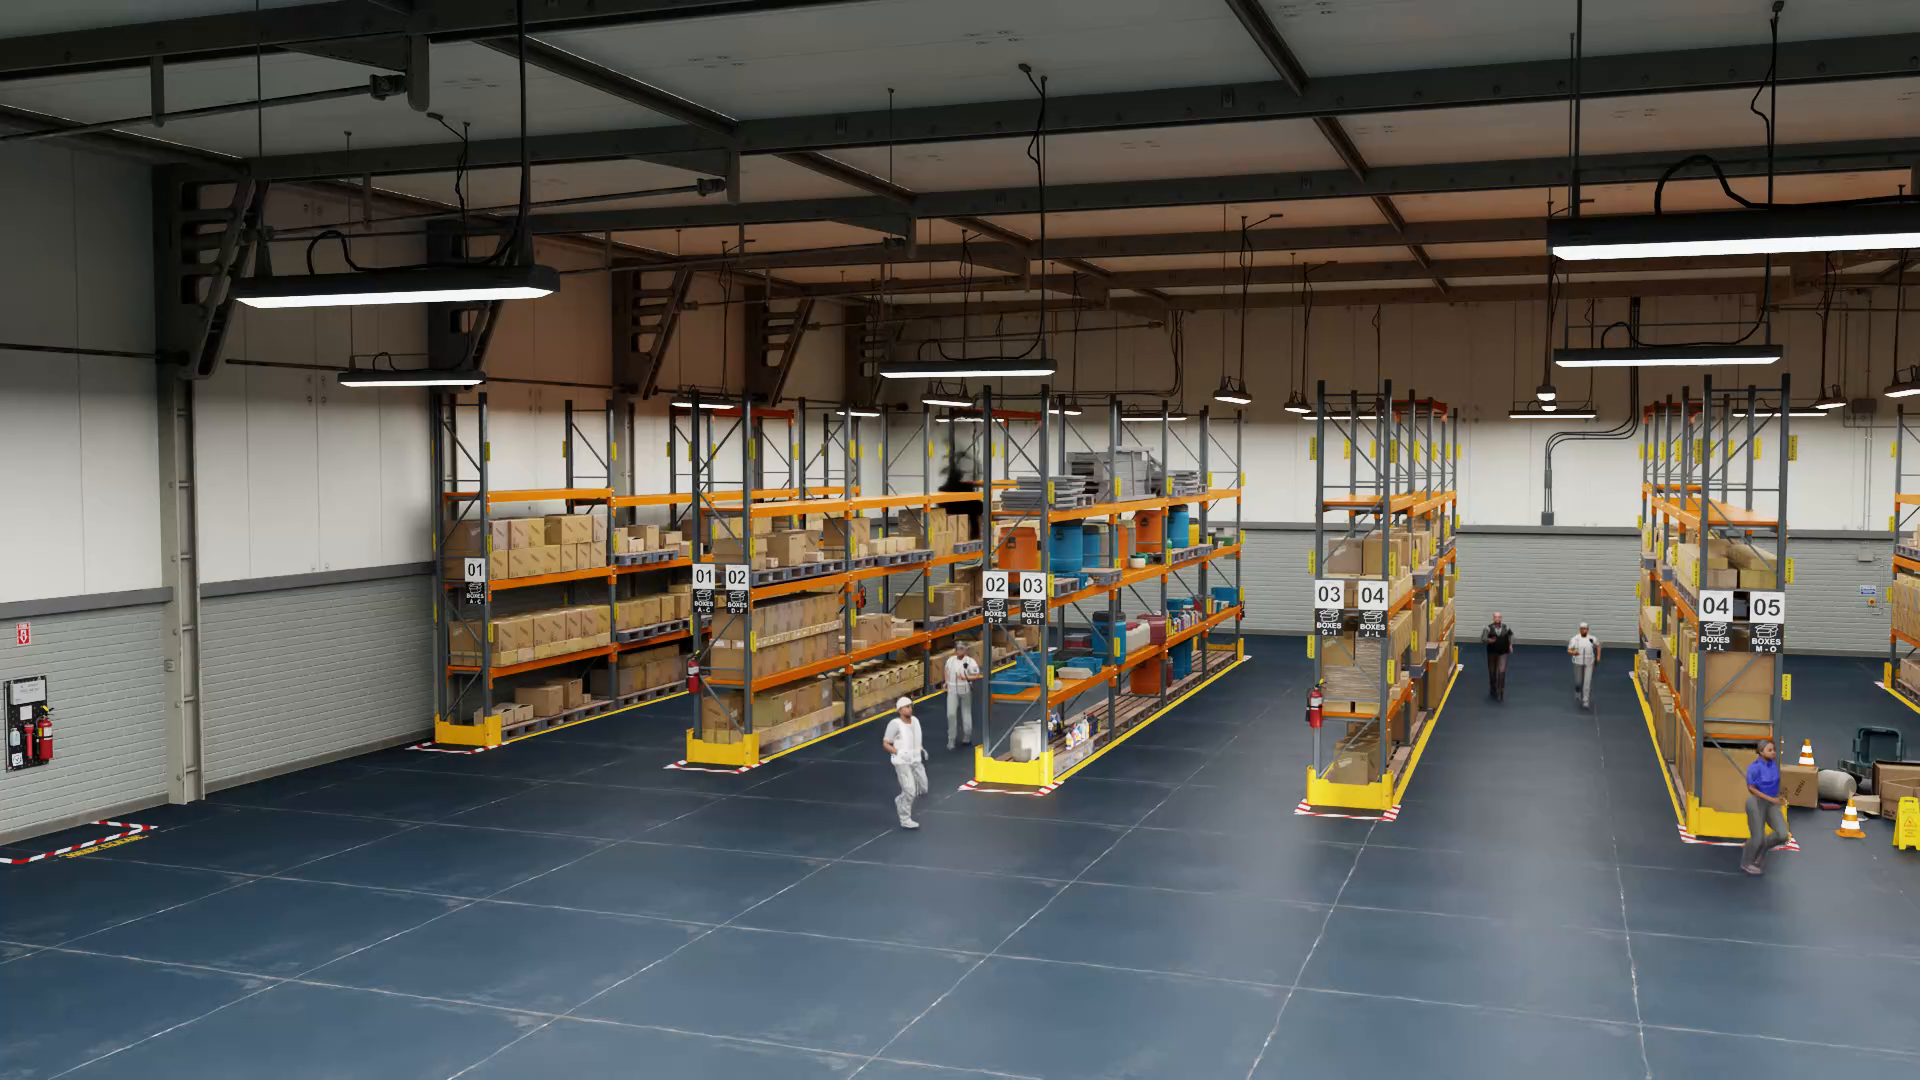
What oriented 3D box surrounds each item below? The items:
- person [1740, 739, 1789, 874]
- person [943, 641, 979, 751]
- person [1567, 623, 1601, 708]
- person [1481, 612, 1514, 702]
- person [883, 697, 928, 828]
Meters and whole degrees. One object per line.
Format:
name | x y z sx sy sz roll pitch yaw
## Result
person | 9.500 3.150 19.575 0.553 1.612 0.653 -1 3 -21
person | 0.012 2.603 28.165 0.654 1.825 0.818 1 3 12
person | 12.198 2.420 32.502 0.619 1.608 1.044 1 3 21
person | 10.861 2.332 33.626 0.635 1.756 0.899 1 3 18
person | -0.713 2.954 22.136 0.620 1.733 0.678 3 4 44
